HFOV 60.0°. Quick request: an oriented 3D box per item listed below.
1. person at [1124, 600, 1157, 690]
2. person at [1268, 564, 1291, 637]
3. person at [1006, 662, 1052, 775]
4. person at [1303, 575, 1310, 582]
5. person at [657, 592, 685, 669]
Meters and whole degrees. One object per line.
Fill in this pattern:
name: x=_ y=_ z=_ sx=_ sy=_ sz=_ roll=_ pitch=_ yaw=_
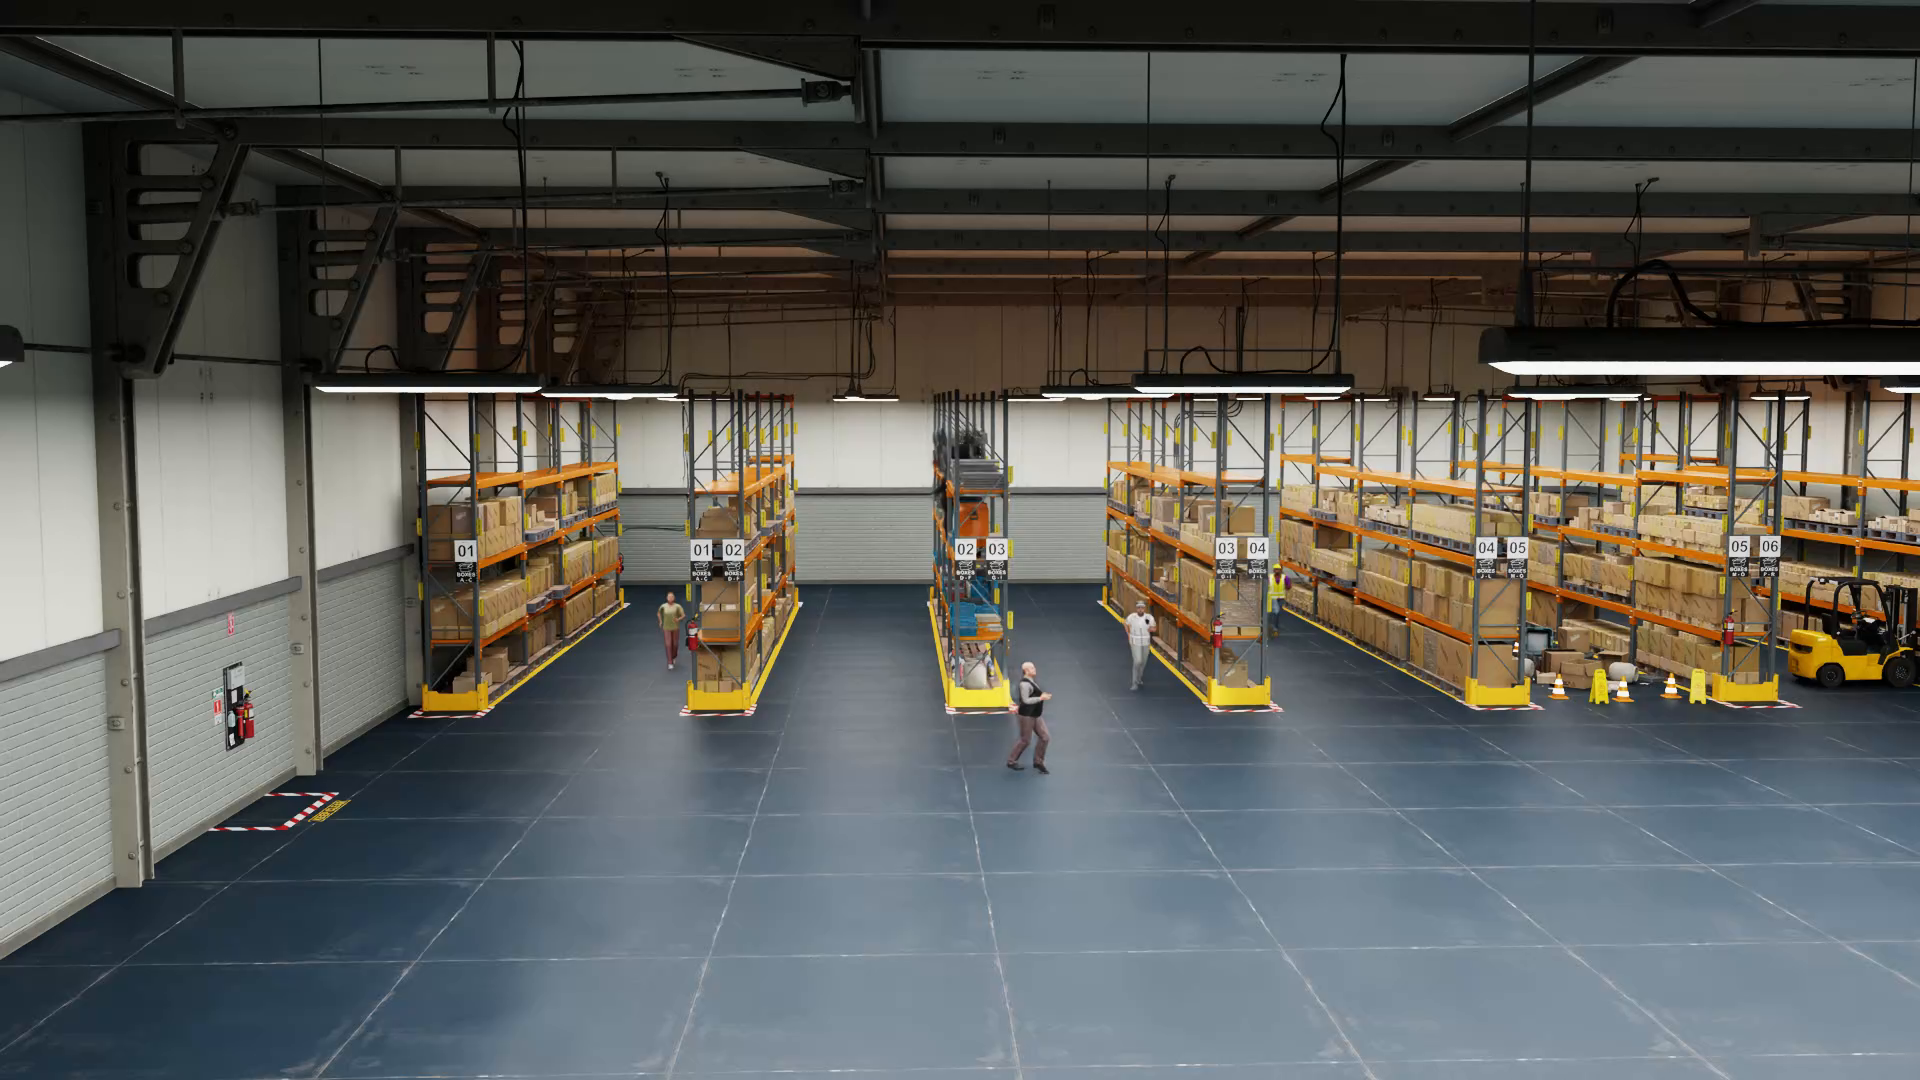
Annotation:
person: x=3.656 y=2.129 z=33.527 sx=0.624 sy=1.859 sz=0.777 roll=0 pitch=5 yaw=-5
person: x=7.874 y=1.491 z=41.250 sx=0.664 sy=1.833 sz=0.783 roll=-1 pitch=5 yaw=-7
person: x=1.084 y=2.769 z=25.715 sx=0.734 sy=1.771 sz=0.639 roll=2 pitch=5 yaw=21
person: x=10.442 y=0.899 z=49.133 sx=0.655 sy=1.641 sz=0.575 roll=0 pitch=5 yaw=6
person: x=-6.274 y=1.943 z=36.137 sx=0.597 sy=1.656 sz=0.803 roll=-1 pitch=5 yaw=-11
